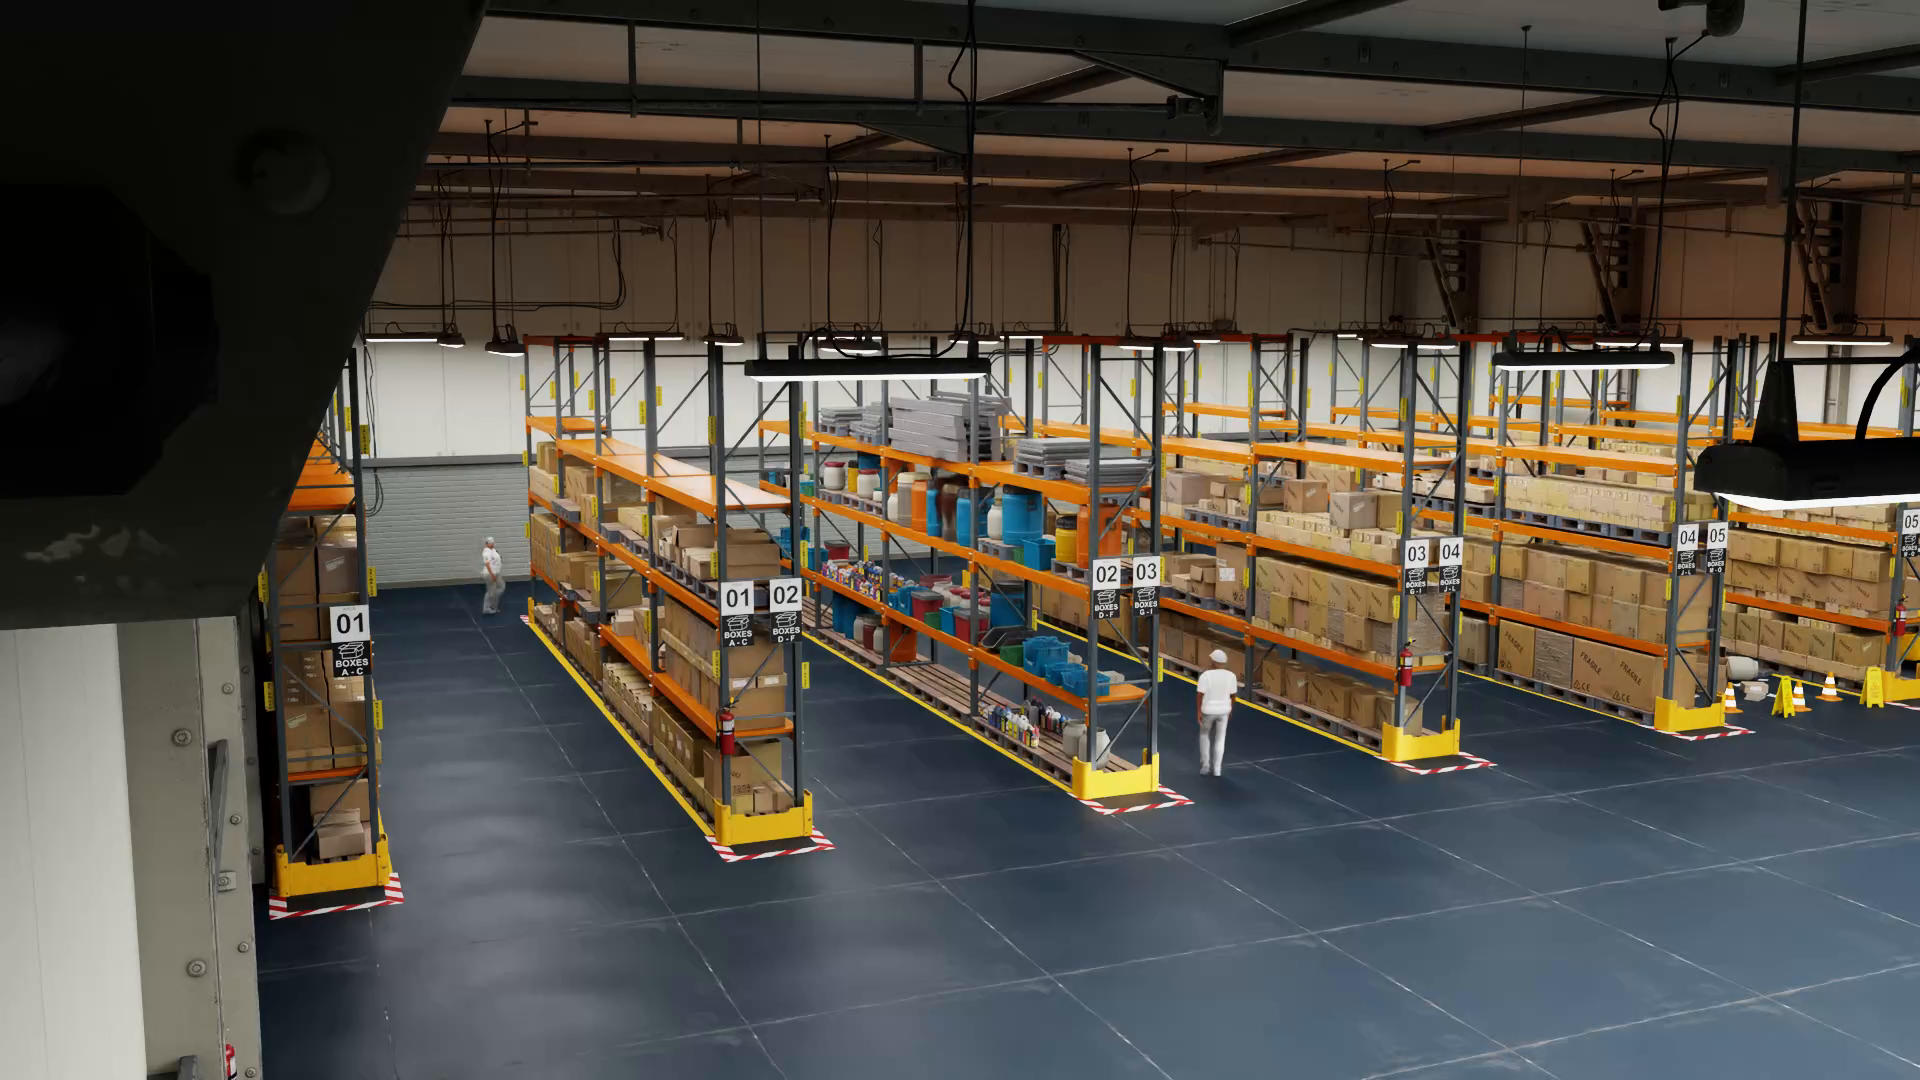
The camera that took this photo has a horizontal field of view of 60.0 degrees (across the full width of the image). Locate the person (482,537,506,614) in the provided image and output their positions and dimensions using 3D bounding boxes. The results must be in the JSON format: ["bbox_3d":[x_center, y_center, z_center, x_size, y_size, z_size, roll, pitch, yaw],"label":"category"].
[{"bbox_3d":[-10.024,0.772,35.719,0.502,1.685,0.561,-2,8,-15],"label":"person"}]

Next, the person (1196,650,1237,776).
[{"bbox_3d":[3.566,2.398,23.092,0.548,1.795,0.454,1,8,10],"label":"person"}]
